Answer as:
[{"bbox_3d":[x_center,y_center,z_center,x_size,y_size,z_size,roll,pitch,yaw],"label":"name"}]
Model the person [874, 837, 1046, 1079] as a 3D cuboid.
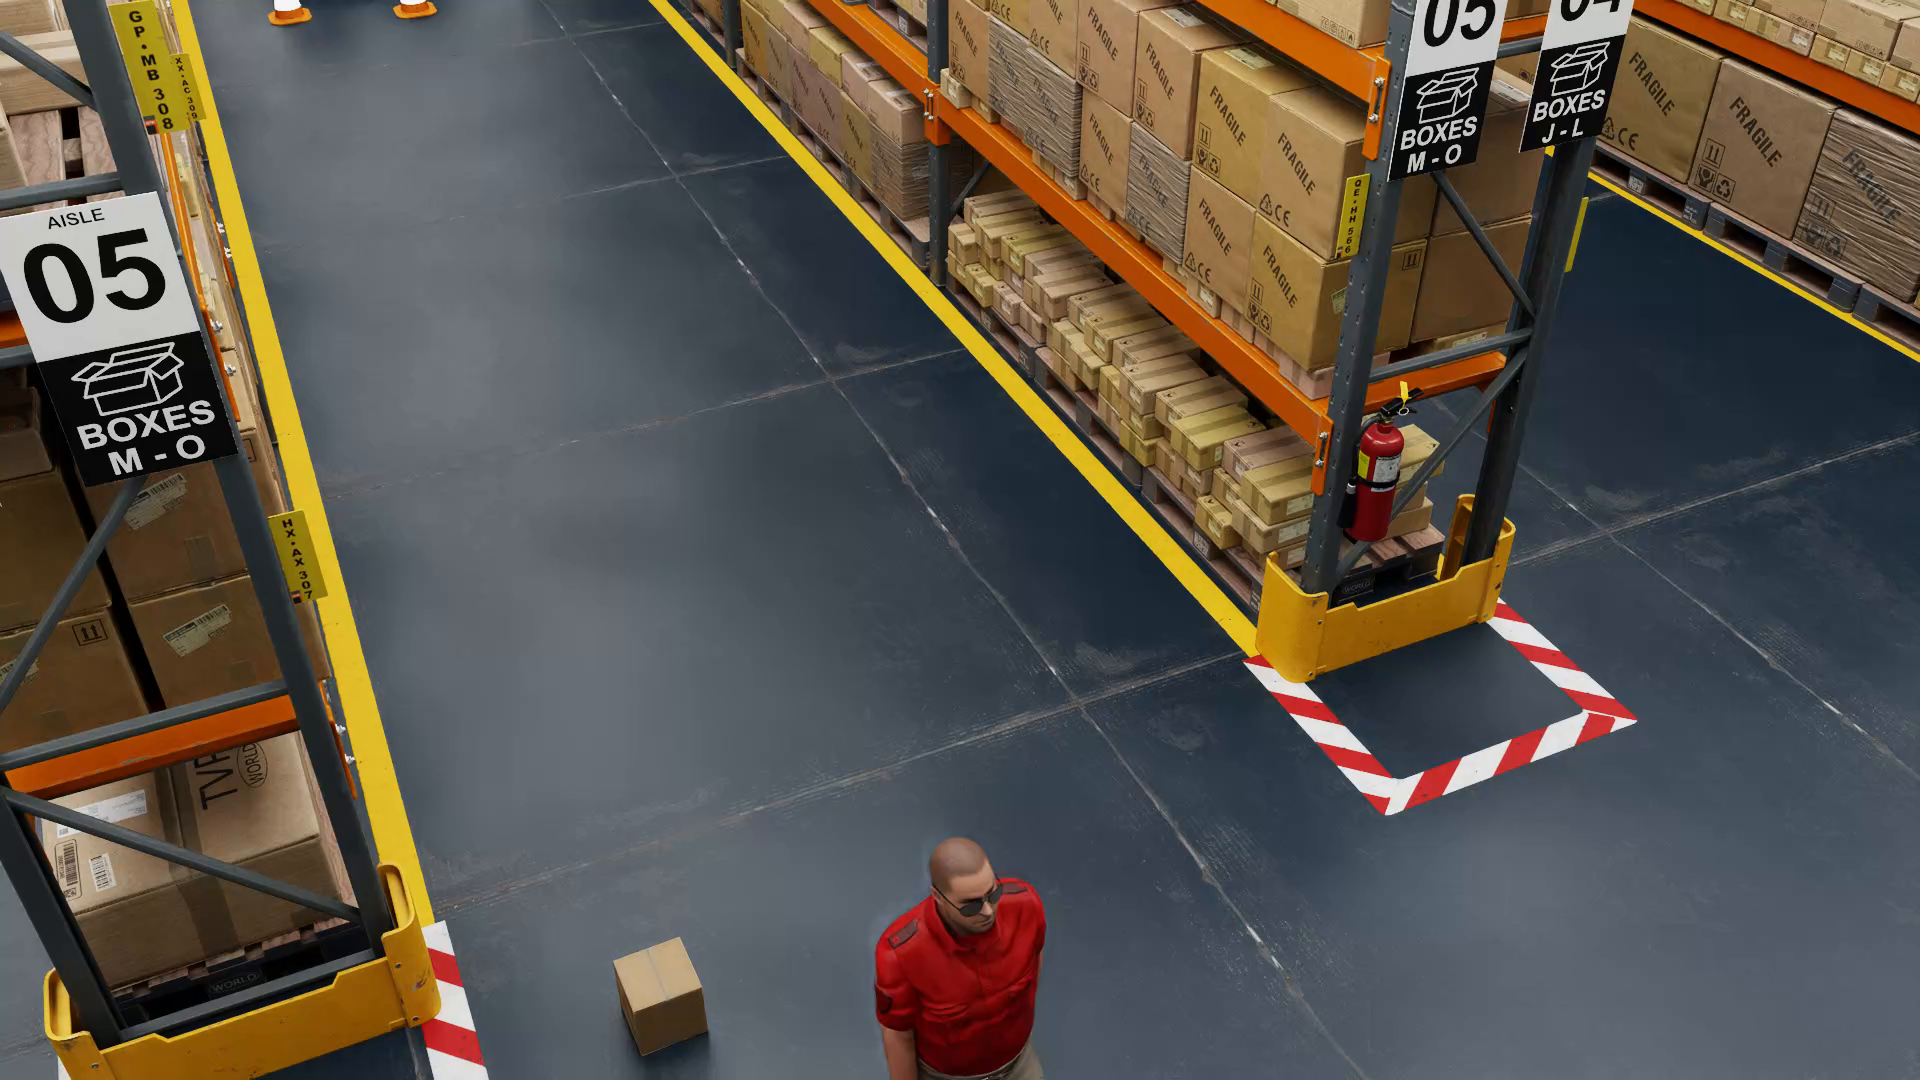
[{"bbox_3d":[0.035,1.548,4.833,0.544,1.783,0.486,-15,39,-18],"label":"person"}]
